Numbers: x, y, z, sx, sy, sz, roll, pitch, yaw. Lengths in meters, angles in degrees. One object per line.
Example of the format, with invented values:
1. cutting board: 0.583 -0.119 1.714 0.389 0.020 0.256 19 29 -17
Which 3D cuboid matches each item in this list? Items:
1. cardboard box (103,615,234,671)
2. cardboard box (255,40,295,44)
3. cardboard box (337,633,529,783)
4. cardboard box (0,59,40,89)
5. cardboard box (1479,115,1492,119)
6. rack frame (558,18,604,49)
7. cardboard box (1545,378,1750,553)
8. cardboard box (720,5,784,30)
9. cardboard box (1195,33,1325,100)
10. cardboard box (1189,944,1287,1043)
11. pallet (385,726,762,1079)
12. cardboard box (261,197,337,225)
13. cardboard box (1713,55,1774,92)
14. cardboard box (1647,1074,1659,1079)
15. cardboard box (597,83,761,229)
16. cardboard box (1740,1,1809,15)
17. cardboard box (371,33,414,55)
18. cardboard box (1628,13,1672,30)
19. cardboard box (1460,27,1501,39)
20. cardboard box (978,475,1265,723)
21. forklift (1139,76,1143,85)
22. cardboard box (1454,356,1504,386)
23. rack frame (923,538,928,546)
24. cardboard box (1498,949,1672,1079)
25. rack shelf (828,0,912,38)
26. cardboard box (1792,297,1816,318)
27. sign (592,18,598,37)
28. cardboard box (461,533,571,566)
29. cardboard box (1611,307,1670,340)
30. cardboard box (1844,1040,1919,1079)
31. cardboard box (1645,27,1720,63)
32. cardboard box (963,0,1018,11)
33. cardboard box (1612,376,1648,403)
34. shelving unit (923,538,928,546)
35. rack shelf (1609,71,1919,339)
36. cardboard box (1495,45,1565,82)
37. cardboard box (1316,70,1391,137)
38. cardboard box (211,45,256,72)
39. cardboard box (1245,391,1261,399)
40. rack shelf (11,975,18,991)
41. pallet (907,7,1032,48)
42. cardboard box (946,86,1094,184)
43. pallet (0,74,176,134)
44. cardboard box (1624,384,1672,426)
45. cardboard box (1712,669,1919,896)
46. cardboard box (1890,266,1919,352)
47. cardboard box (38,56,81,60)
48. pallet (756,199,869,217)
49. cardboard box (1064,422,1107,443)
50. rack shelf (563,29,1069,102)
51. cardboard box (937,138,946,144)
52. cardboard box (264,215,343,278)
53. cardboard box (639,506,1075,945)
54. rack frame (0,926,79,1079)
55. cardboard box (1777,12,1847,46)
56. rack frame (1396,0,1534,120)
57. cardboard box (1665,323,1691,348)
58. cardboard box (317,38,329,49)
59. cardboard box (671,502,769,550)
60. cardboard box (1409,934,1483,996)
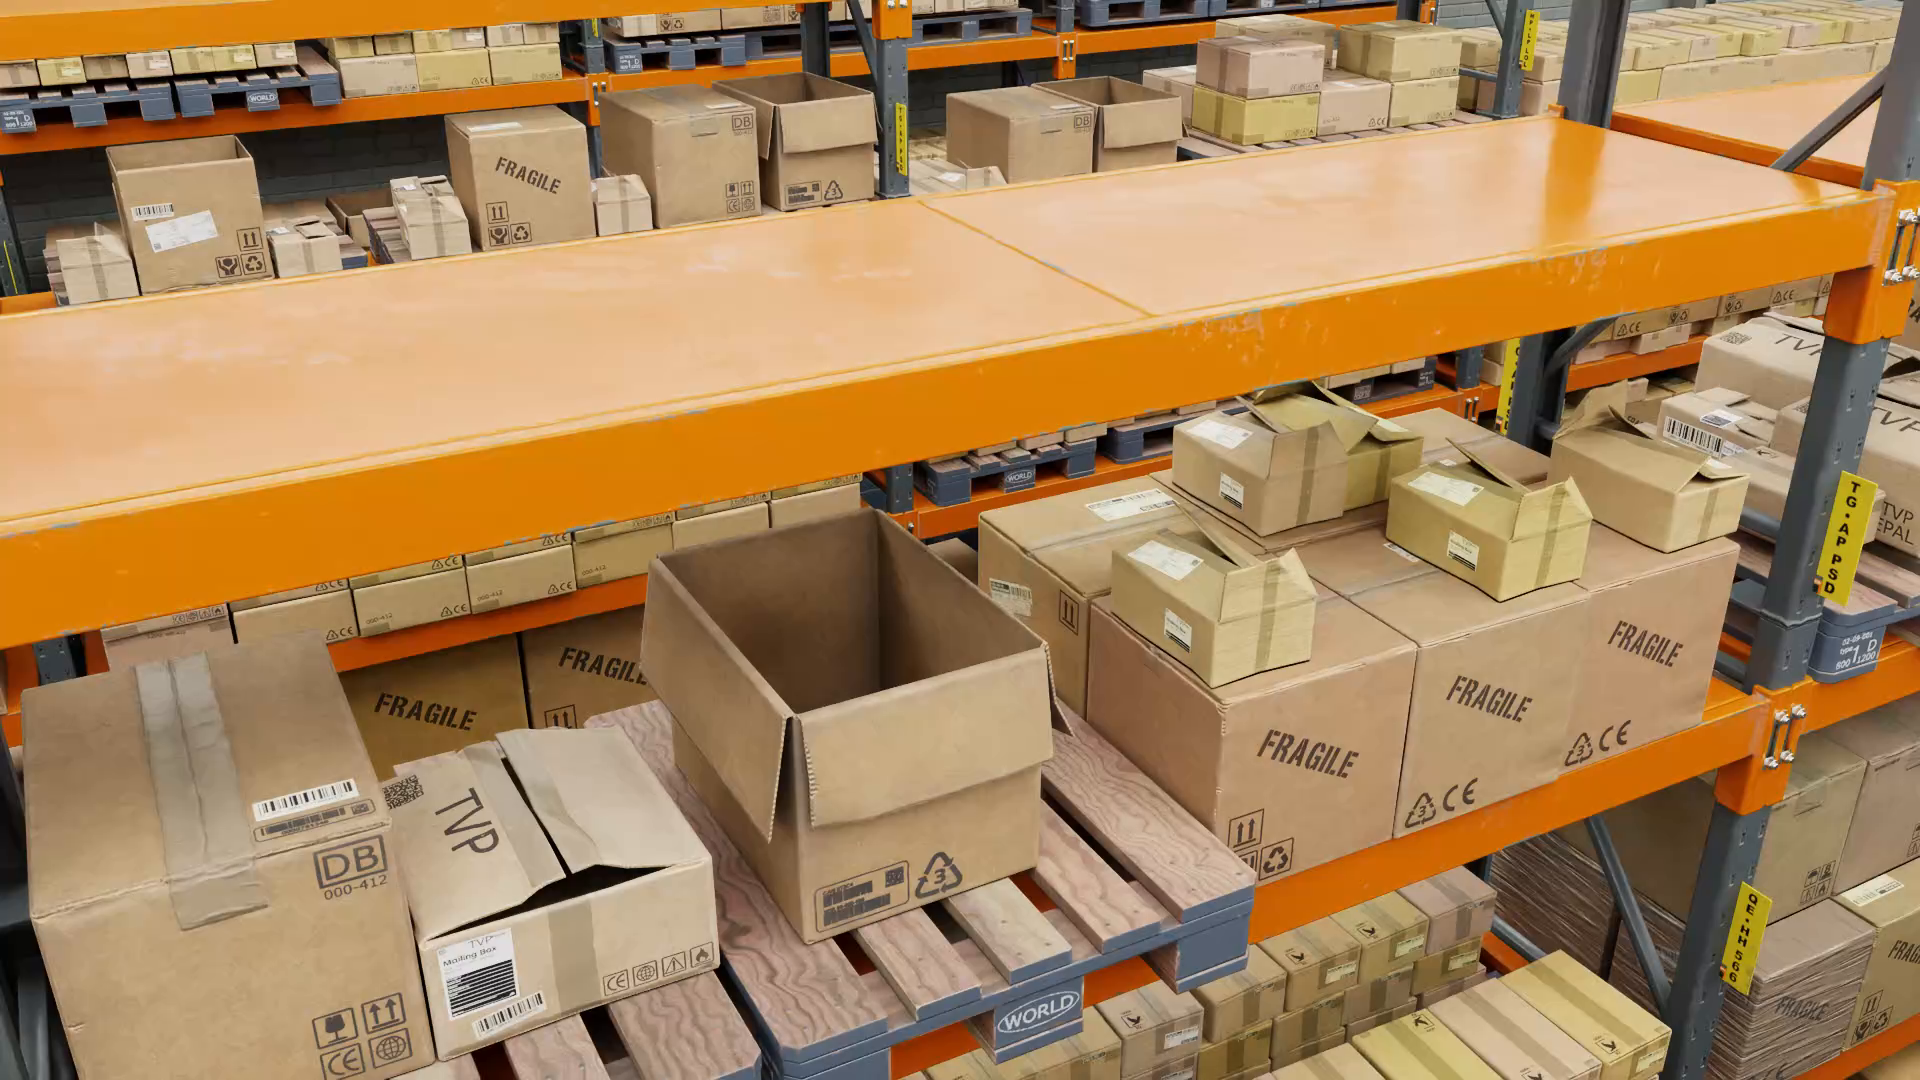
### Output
1. cardboard box: -3.549 0.398 7.430 0.500 0.250 0.500 -14 29 -26
2. cardboard box: -4.600 -3.412 11.073 0.250 0.149 0.380 -13 28 -25
3. cardboard box: -2.759 0.744 8.506 0.875 0.875 0.875 -12 28 -24
4. cardboard box: -5.950 -2.958 10.470 0.250 0.149 0.380 -13 28 -24
5. cardboard box: 3.392 -2.518 10.156 0.250 0.149 0.380 -13 29 -26
6. rack frame: -2.871 -5.094 11.766 0.127 3.000 1.000 -13 29 -25
7. cardboard box: 1.651 -0.186 4.008 0.258 0.266 0.396 -13 29 -25
8. cardboard box: -1.719 -4.217 12.688 0.500 0.500 0.700 -14 29 -26
9. cardboard box: 1.656 -2.626 9.201 0.500 0.250 0.500 -13 28 -24
10. cardboard box: 0.699 1.208 4.687 0.250 0.149 0.380 -14 29 -27
11. pallet: -1.048 0.837 3.095 1.003 0.211 1.213 -13 29 -25
12. cardboard box: -4.719 -2.088 11.835 0.500 0.500 0.700 -13 29 -25
13. cardboard box: 4.857 -3.023 10.746 0.500 0.250 0.500 -13 28 -25
14. cardboard box: 1.665 1.439 4.550 0.250 0.149 0.380 -12 28 -24
15. cardboard box: -1.316 -1.807 7.785 0.500 0.500 0.700 -15 29 -28
16. cardboard box: 5.653 -3.644 11.579 0.250 0.149 0.380 -13 29 -25
17. cardboard box: -3.995 -3.502 11.627 0.250 0.149 0.380 -13 28 -25
18. cardboard box: 4.497 -3.408 11.089 0.250 0.149 0.380 -13 28 -24
19. cardboard box: 3.367 -3.138 10.526 0.250 0.149 0.380 -14 29 -26
20. cardboard box: 0.380 0.201 4.087 0.500 0.500 0.500 -13 29 -25
21. forklift: 1.867 -1.834 11.985 3.031 2.935 1.130 -14 29 -27
22. cardboard box: 3.426 -1.138 10.747 0.250 0.149 0.380 -13 29 -25
23. rack frame: -0.317 -0.603 11.075 0.023 1.500 0.400 -13 29 -25
24. cardboard box: 1.669 1.306 4.485 0.250 0.149 0.380 -14 29 -27
25. rack shelf: 1.232 -3.102 8.910 4.000 0.370 1.077 -13 29 -25
26. cardboard box: 5.890 -1.715 11.949 0.250 0.149 0.380 -14 29 -26
27. sign: -2.618 -3.768 11.871 0.005 0.325 0.100 -13 29 -25
28. cardboard box: -2.191 -0.133 7.960 0.500 0.250 0.500 -14 29 -27
29. cardboard box: 4.398 -1.680 11.127 0.500 0.500 0.500 -13 29 -26
30. cardboard box: 3.236 1.931 6.179 0.750 0.750 1.050 -13 28 -24
31. cardboard box: 4.552 -3.134 10.517 0.250 0.149 0.380 -13 29 -26
32. cardboard box: 0.134 -4.511 13.518 0.500 0.311 0.500 -14 29 -27
33. cardboard box: 4.472 -1.071 11.393 0.250 0.149 0.380 -11 28 -22
34. shelving unit: 0.006 -0.677 11.230 0.755 1.500 0.431 -13 29 -25
35. rack shelf: 3.651 -1.232 5.015 4.000 0.370 1.077 -13 29 -25
36. cardboard box: 3.429 -2.848 9.921 0.250 0.149 0.380 -14 29 -26
37. cardboard box: 2.101 -2.508 9.533 0.500 0.250 0.500 -13 28 -24
38. cardboard box: -4.822 -3.215 11.006 0.250 0.149 0.380 -12 28 -24
39. cardboard box: 1.766 -0.973 9.919 0.250 0.149 0.380 -13 29 -25
40. rack shelf: -3.408 1.569 2.184 4.000 0.370 1.077 -13 29 -25
41. pallet: -0.114 -4.286 13.769 1.217 0.209 0.805 -14 29 -27
42. cardboard box: 0.309 -2.082 8.841 0.500 0.500 0.700 -13 29 -25
43. pallet: -5.792 -2.949 10.980 1.003 0.211 1.213 -13 29 -25
44. cardboard box: 4.570 -0.833 11.647 0.500 0.500 0.500 -11 28 -22
45. cardboard box: 2.733 0.688 5.383 0.500 0.500 0.700 -13 29 -26
46. cardboard box: 3.288 -0.718 5.400 0.500 0.500 0.500 -13 29 -25
47. cardboard box: -5.729 -3.158 10.543 0.250 0.149 0.380 -13 28 -24
48. pallet: -1.075 -1.611 8.194 1.003 0.211 1.213 -12 28 -23
49. cardboard box: 0.623 -0.697 9.344 0.250 0.149 0.380 -13 28 -25
50. rack shelf: -1.107 -3.825 13.419 4.000 0.370 1.077 -13 29 -25
51. cardboard box: 0.001 -3.298 14.092 0.250 0.149 0.380 -13 29 -25
52. cardboard box: -2.781 -1.241 6.989 0.250 0.166 0.380 -15 30 -29
53. cardboard box: -0.219 0.337 3.314 0.637 0.503 0.797 -13 29 -26
54. rack frame: -1.643 2.190 3.526 0.127 3.000 1.000 -13 29 -25
55. cardboard box: 5.657 -3.412 11.097 0.250 0.149 0.380 -13 28 -25
56. rack frame: 2.997 -4.014 9.516 0.127 3.000 1.000 -13 29 -25
57. cardboard box: 4.768 -1.457 11.411 0.250 0.149 0.380 -13 29 -25
58. cardboard box: -4.442 -3.623 11.880 0.250 0.149 0.380 -13 29 -26
59. cardboard box: -1.300 -0.115 8.500 0.500 0.250 0.500 -12 28 -24
60. cardboard box: 1.365 1.186 5.077 0.250 0.149 0.380 -12 28 -23
